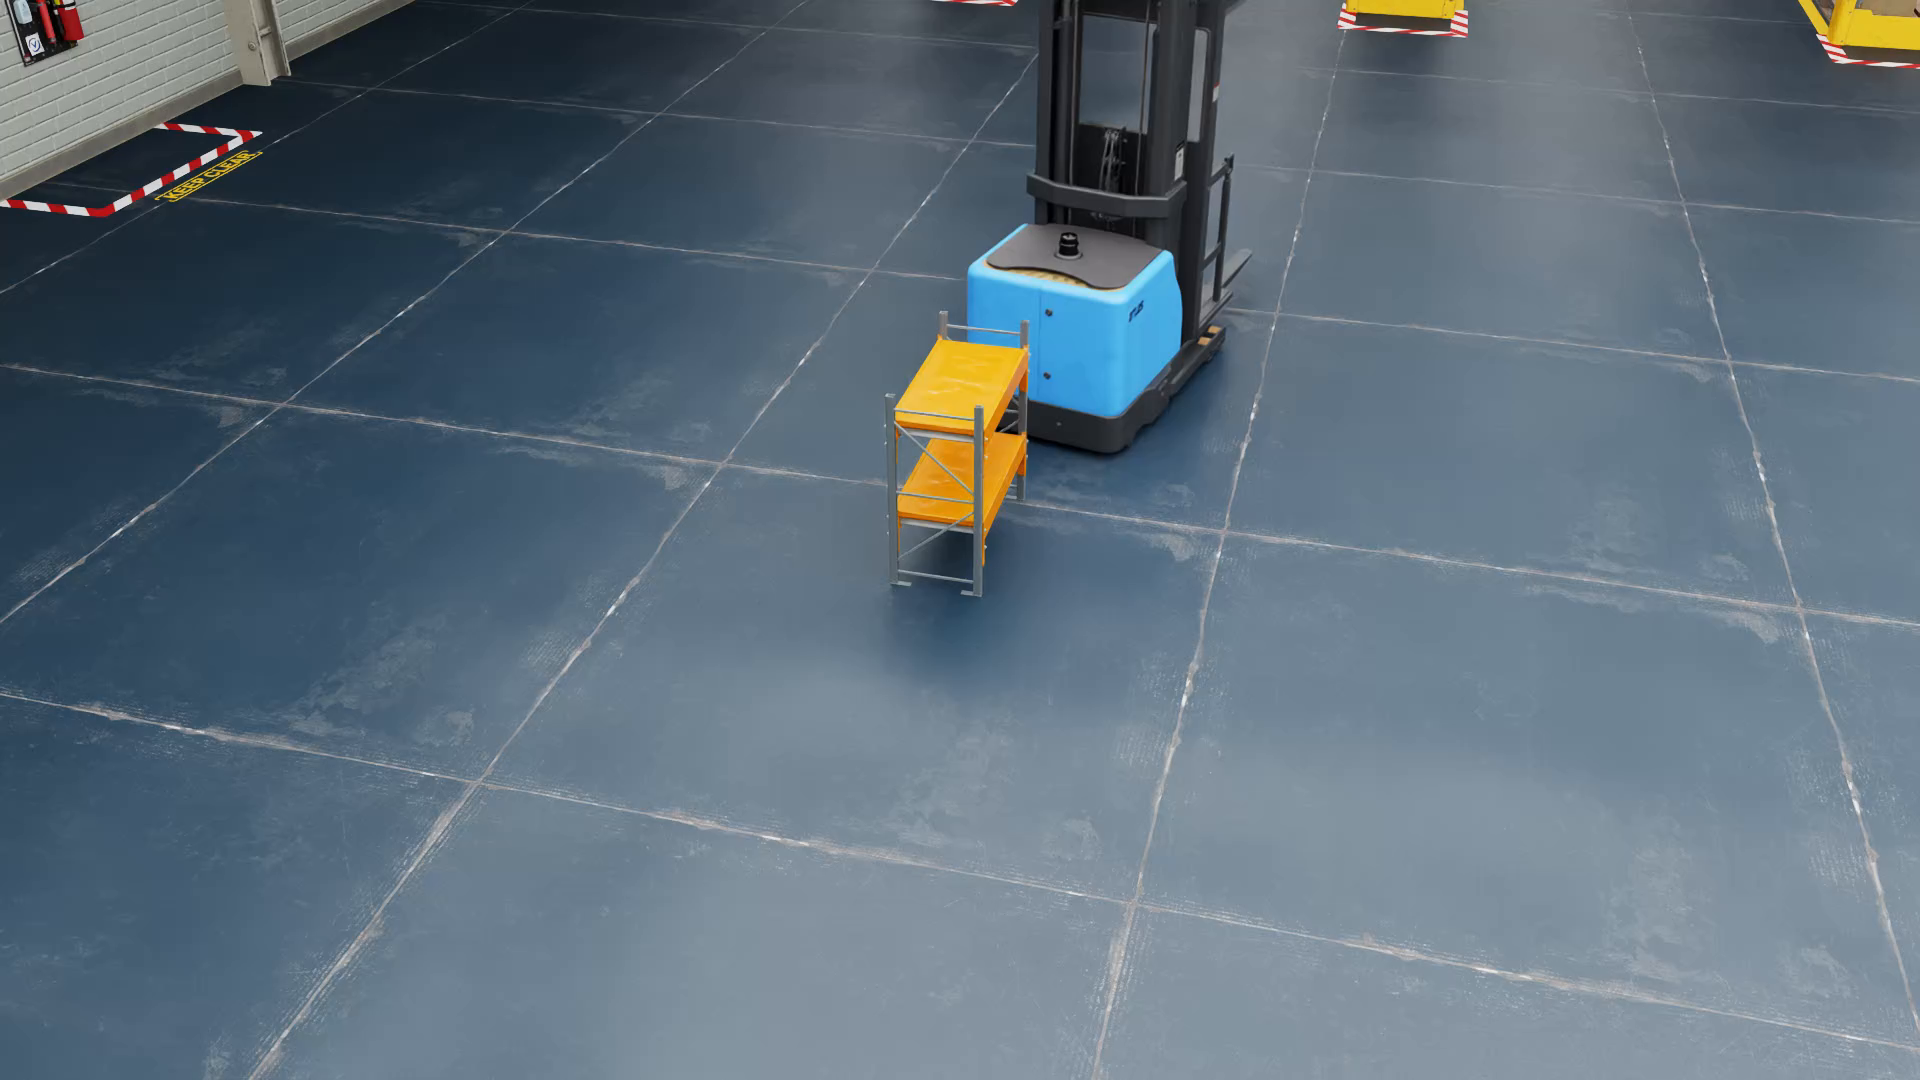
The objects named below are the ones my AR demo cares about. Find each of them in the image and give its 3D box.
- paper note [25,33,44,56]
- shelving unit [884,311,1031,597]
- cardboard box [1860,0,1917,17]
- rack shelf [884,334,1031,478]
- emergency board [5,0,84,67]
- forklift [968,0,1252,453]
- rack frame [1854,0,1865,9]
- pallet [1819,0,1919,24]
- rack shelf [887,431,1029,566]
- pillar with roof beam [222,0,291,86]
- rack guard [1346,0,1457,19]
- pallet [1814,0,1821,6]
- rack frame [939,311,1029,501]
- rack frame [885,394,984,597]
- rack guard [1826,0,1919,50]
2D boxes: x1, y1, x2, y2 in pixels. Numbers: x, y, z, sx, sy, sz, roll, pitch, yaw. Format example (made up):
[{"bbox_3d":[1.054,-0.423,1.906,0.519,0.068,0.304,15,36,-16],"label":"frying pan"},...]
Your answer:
[{"bbox_3d":[-7.621,-4.084,13.700,0.016,0.148,0.142,8,33,12],"label":"paper note"},{"bbox_3d":[0.002,-0.478,8.954,0.538,1.125,1.048,8,33,12],"label":"shelving unit"},{"bbox_3d":[9.884,-5.869,17.625,0.500,0.500,0.500,14,35,21],"label":"cardboard box"},{"bbox_3d":[0.002,-0.725,8.797,0.538,0.278,1.000,8,33,12],"label":"rack shelf"},{"bbox_3d":[-7.510,-4.538,13.593,0.194,1.169,0.643,8,33,12],"label":"emergency board"},{"bbox_3d":[1.150,-2.526,10.491,1.130,2.935,3.031,15,36,23],"label":"forklift"},{"bbox_3d":[9.710,-6.425,16.561,1.000,3.000,0.127,8,33,12],"label":"rack frame"},{"bbox_3d":[9.969,-5.704,18.026,1.003,0.211,1.213,8,33,12],"label":"pallet"},{"bbox_3d":[0.002,-0.272,9.085,0.538,0.278,1.000,8,33,12],"label":"rack shelf"},{"bbox_3d":[-2.681,-7.761,13.071,9.100,9.000,0.400,8,33,12],"label":"pillar with roof beam"},{"bbox_3d":[4.893,-6.090,18.364,1.175,0.500,0.348,8,33,12],"label":"rack guard"},{"bbox_3d":[10.281,-6.336,19.019,1.003,0.211,1.213,8,33,12],"label":"pallet"},{"bbox_3d":[0.131,-0.742,9.369,0.500,1.125,0.032,8,33,12],"label":"rack frame"},{"bbox_3d":[-0.127,-0.214,8.539,0.500,1.125,0.032,8,33,12],"label":"rack frame"},{"bbox_3d":[9.729,-5.410,17.293,1.175,0.500,0.348,8,33,12],"label":"rack guard"}]
